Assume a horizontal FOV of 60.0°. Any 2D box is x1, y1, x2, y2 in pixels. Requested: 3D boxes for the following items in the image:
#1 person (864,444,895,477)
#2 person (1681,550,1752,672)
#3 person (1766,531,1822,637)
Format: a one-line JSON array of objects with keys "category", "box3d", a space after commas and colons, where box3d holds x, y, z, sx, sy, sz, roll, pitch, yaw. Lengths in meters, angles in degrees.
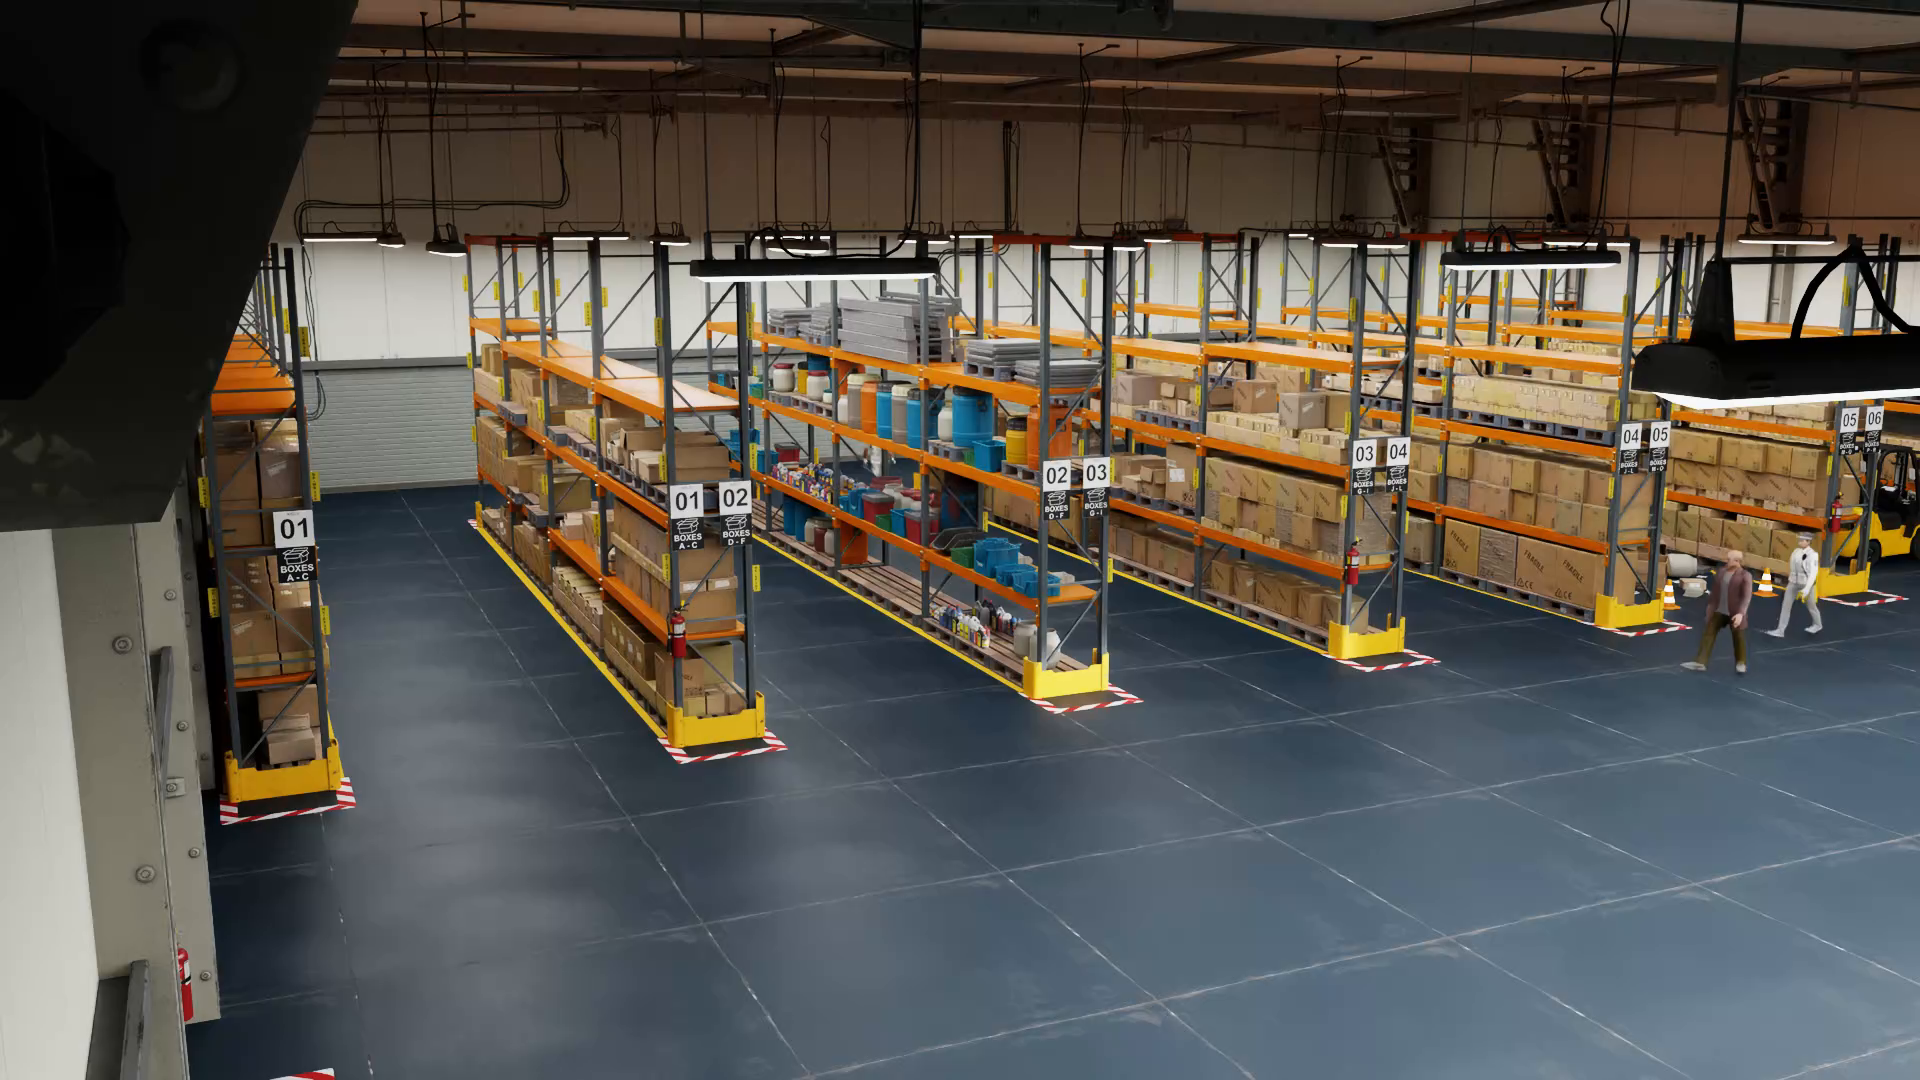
[{"category": "person", "box3d": [-1.800, -1.693, 37.477, 0.630, 1.803, 0.878, -5, 12, -22]}, {"category": "person", "box3d": [10.709, 0.997, 23.340, 0.727, 1.749, 0.855, 11, 15, 43]}, {"category": "person", "box3d": [12.814, 0.670, 25.324, 0.986, 1.632, 0.478, -8, 13, -35]}]
